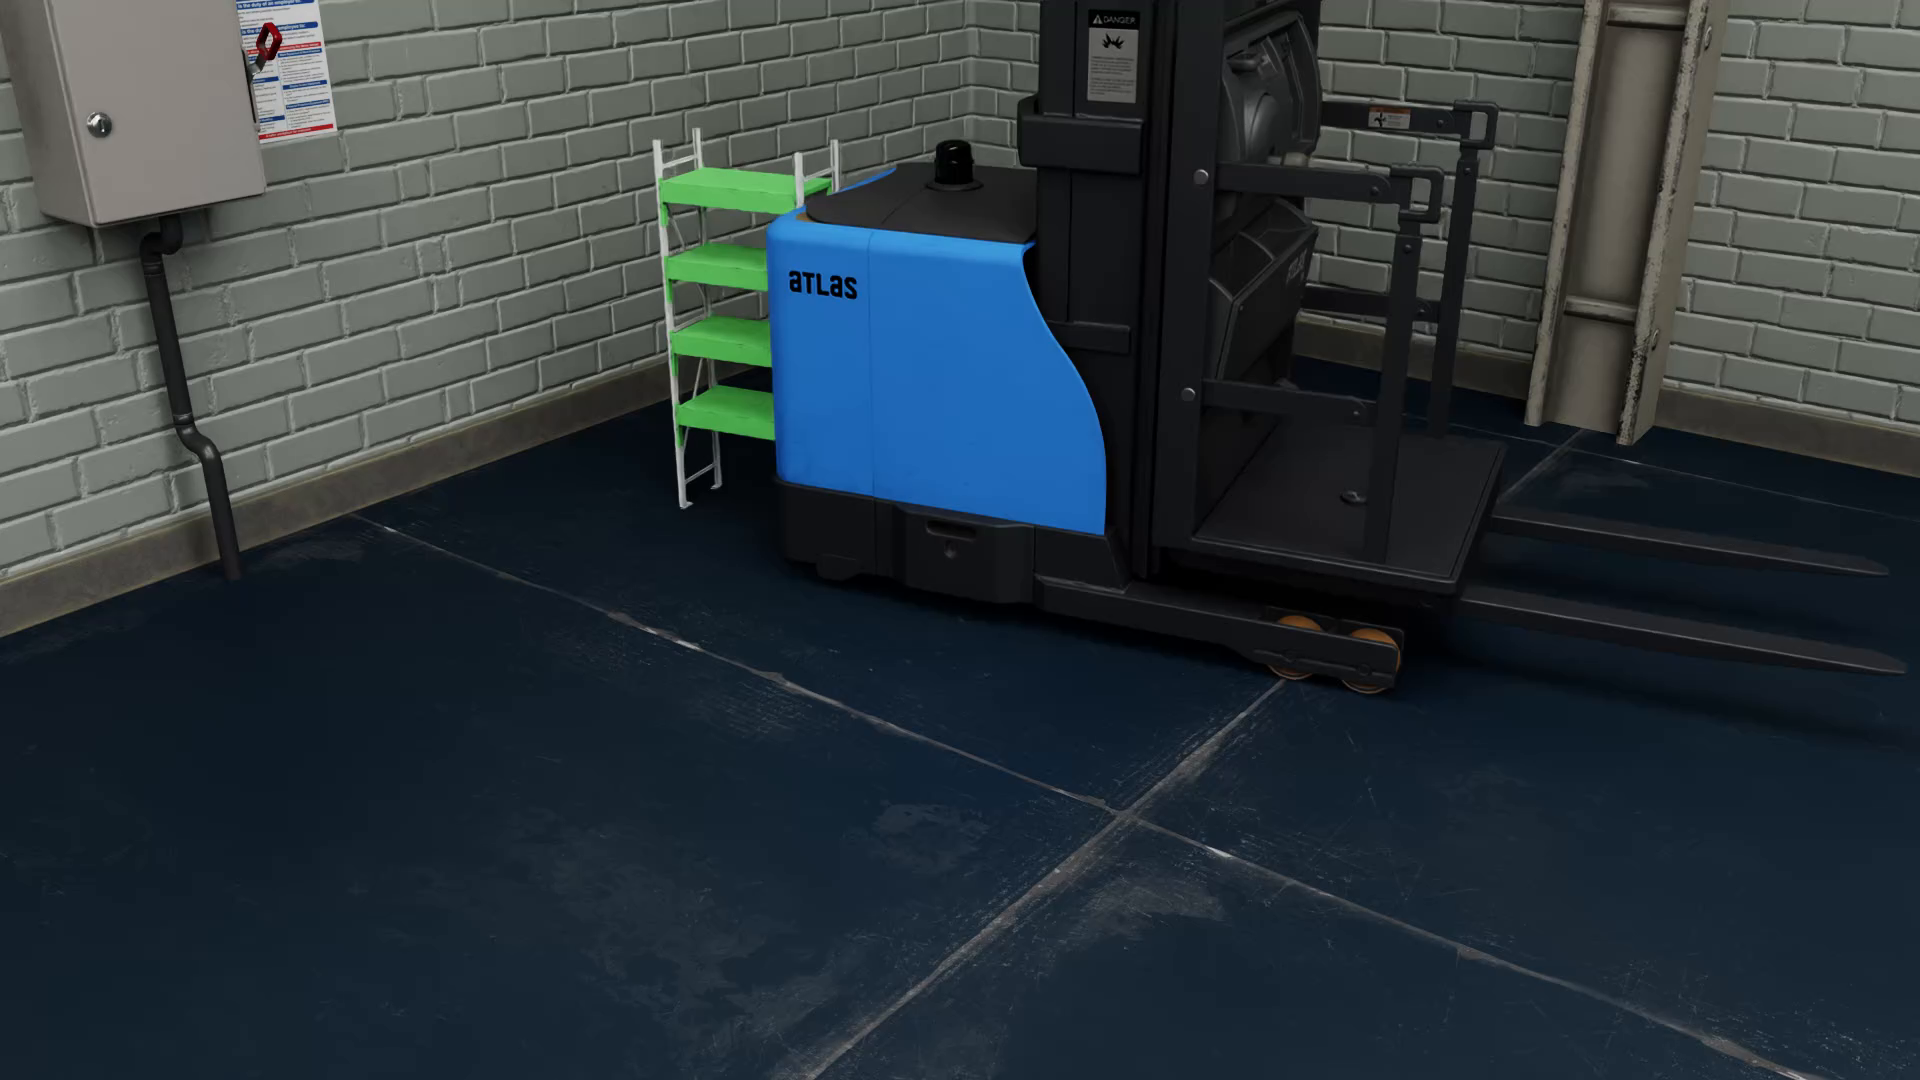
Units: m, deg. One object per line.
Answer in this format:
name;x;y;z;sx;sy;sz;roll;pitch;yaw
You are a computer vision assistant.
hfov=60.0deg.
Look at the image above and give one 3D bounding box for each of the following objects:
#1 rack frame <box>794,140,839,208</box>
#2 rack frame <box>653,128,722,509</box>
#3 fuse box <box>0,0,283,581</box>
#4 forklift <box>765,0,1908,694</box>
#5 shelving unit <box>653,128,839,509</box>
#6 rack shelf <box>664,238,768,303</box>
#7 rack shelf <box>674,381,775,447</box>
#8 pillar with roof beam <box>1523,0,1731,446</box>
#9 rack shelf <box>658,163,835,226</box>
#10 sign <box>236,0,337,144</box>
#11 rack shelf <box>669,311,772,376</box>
rack frame;-0.424;-0.614;5.155;0.015;1.200;0.240;10;26;22
rack frame;-0.868;-0.695;5.340;0.015;1.200;0.240;10;26;22
fuse box;-2.144;-0.674;4.659;0.414;1.711;0.539;17;29;33
forklift;1.007;-1.184;4.301;3.031;2.935;1.130;10;26;21
shelving unit;-0.646;-0.655;5.247;0.503;1.200;0.258;10;26;22
rack shelf;-0.646;-0.816;5.176;0.480;0.148;0.258;10;26;22
rack shelf;-0.646;-0.376;5.370;0.480;0.148;0.258;10;26;22
pillar with roof beam;-0.219;-3.167;1.278;0.400;9.000;9.100;17;29;33
rack shelf;-0.646;-1.035;5.080;0.480;0.148;0.258;10;26;22
sign;-2.013;-1.430;4.893;0.001;0.494;0.329;17;29;33
rack shelf;-0.646;-0.596;5.273;0.480;0.148;0.258;10;26;22
